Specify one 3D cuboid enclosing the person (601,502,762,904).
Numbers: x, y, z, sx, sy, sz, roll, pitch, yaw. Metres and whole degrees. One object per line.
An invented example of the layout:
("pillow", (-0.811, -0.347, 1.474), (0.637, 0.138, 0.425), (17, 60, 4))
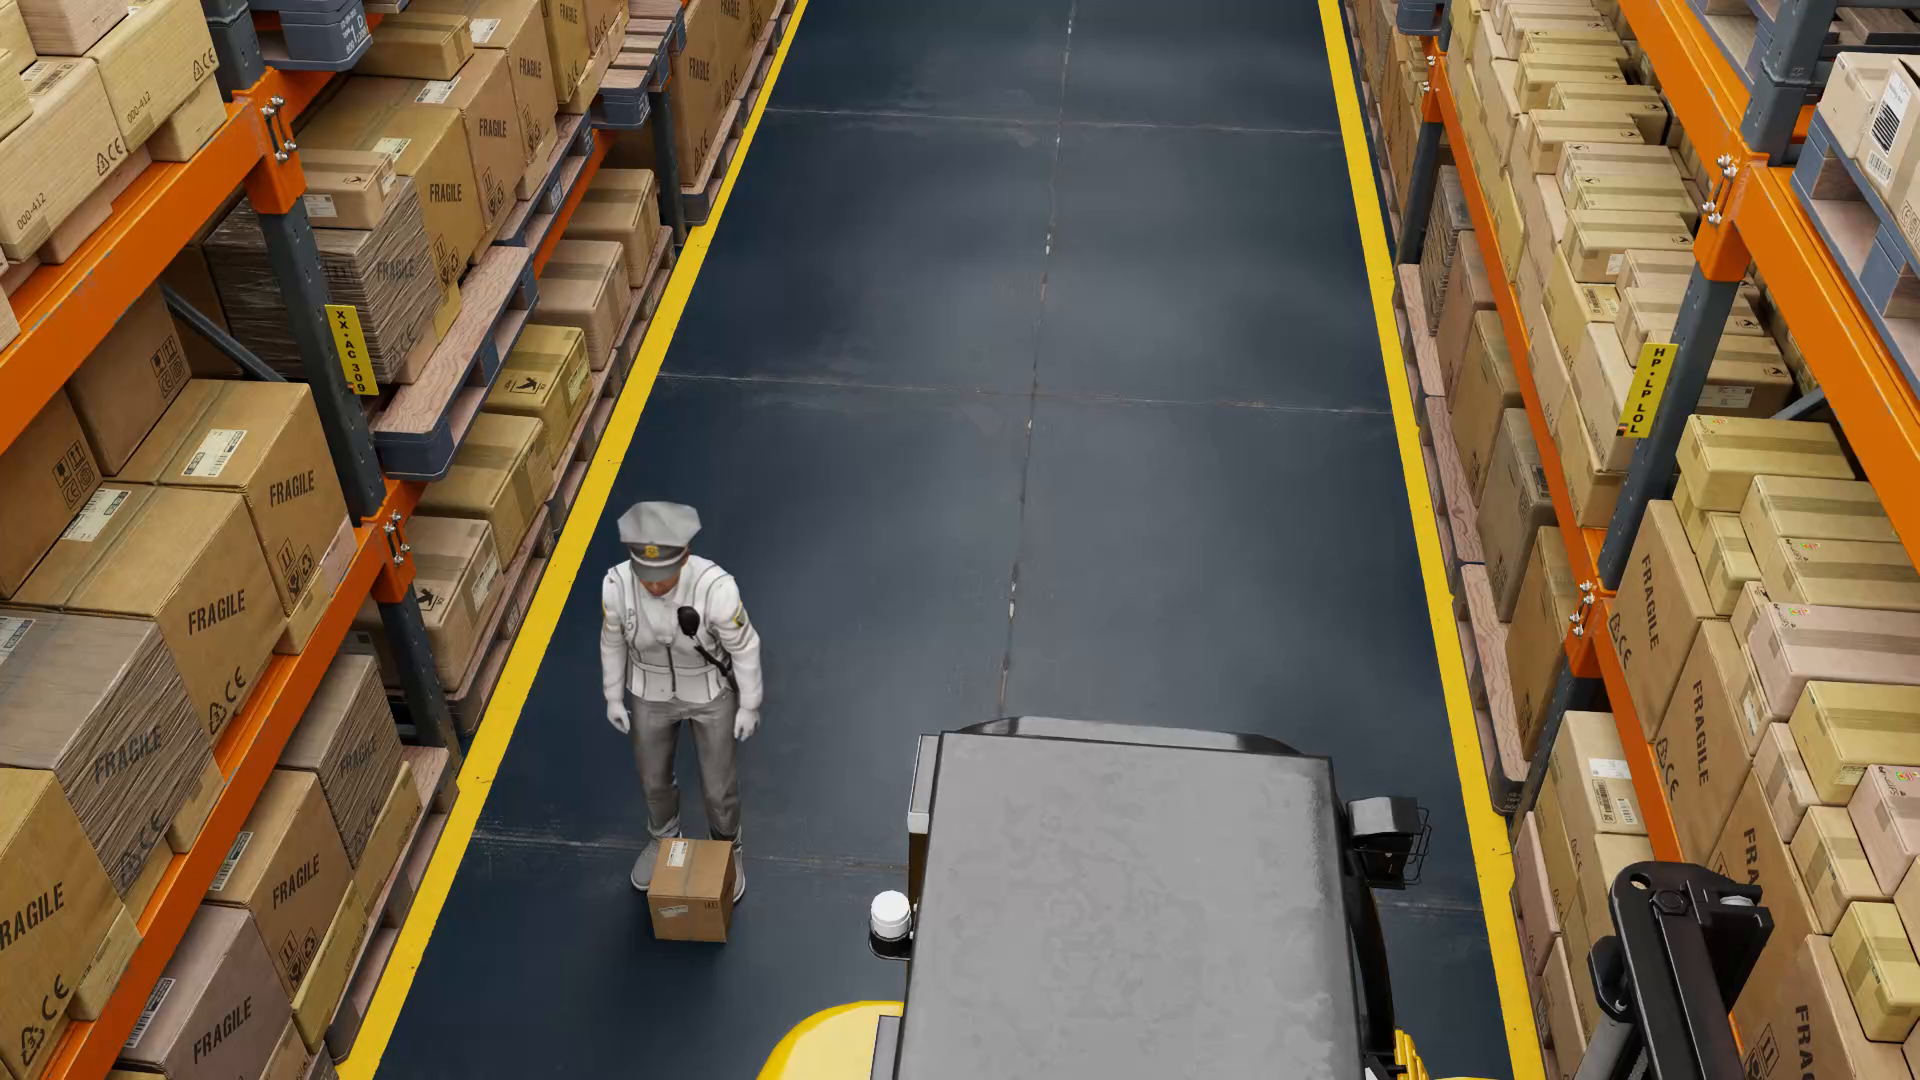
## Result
("person", (-0.918, 0.543, 5.520), (0.532, 1.655, 0.404), (3, 40, 3))
